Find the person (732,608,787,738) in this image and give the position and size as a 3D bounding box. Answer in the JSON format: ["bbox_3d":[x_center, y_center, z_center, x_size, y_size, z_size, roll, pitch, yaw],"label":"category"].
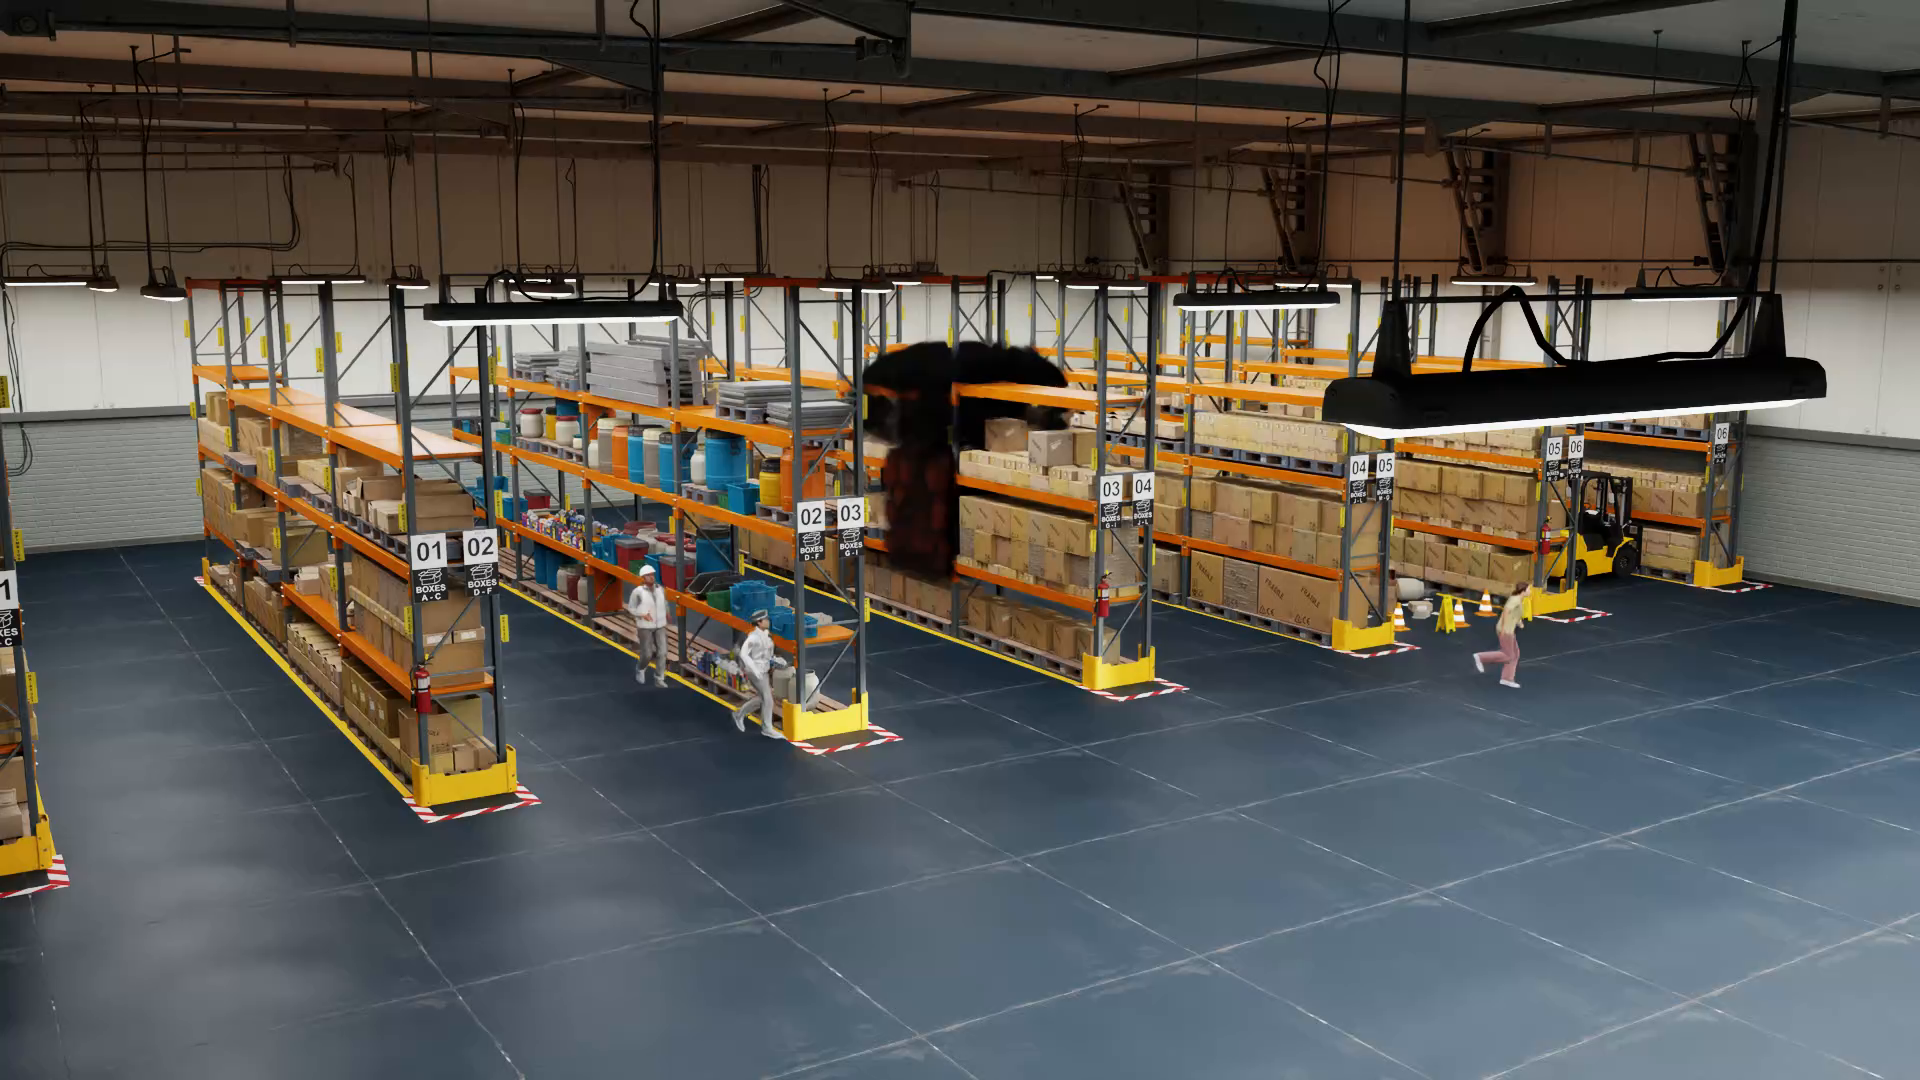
[{"bbox_3d":[-2.602,1.698,21.261,0.679,1.682,0.603,2,10,10],"label":"person"}]

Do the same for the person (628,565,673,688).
[{"bbox_3d":[-4.400,1.231,23.748,0.669,1.753,0.697,-7,12,-35],"label":"person"}]

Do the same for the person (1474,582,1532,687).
[{"bbox_3d":[8.146,1.406,24.993,0.777,1.612,0.576,2,10,11],"label":"person"}]
